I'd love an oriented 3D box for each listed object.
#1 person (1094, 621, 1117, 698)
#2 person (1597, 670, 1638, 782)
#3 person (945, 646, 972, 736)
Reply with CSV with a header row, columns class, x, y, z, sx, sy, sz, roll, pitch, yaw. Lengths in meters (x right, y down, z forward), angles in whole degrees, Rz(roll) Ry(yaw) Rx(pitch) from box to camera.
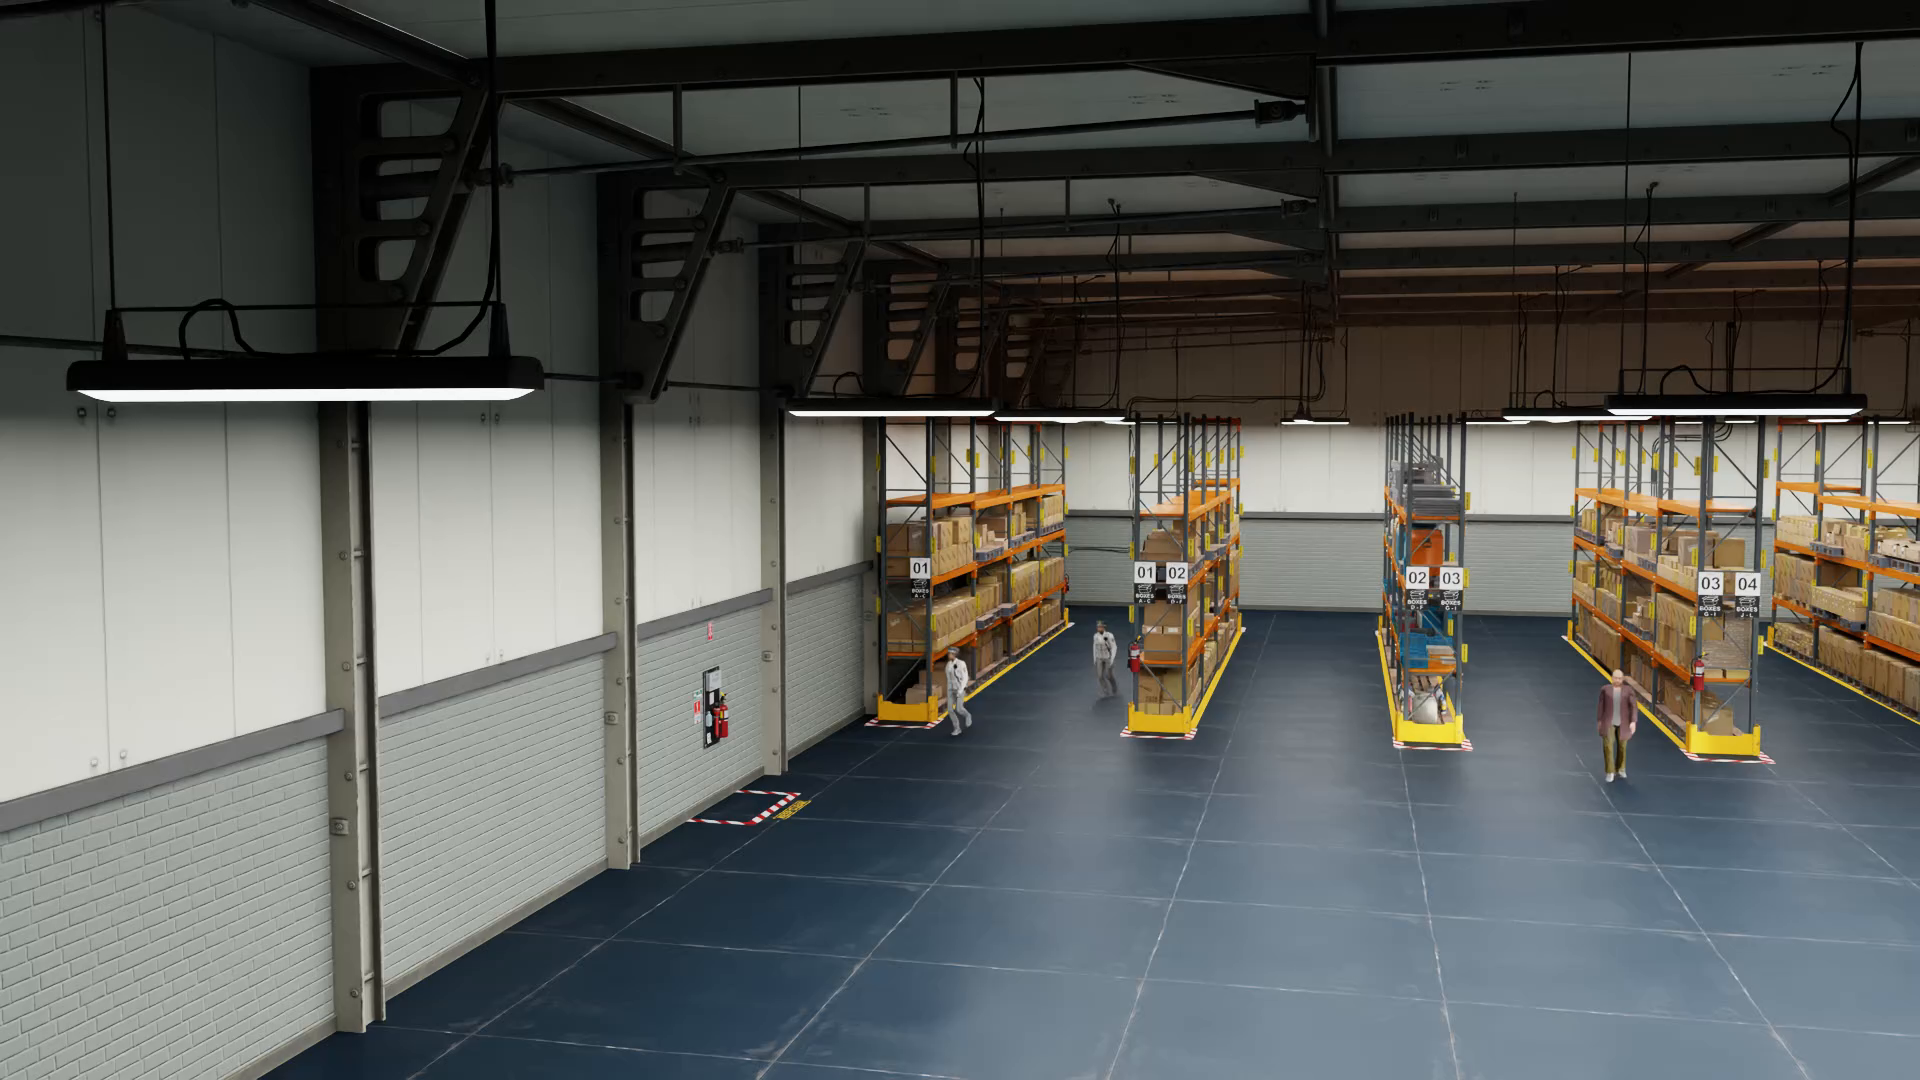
class,x,y,z,sx,sy,sz,roll,pitch,yaw
person,3.111,2.516,35.379,0.548,1.644,0.624,2,4,27
person,10.698,3.028,27.062,0.629,1.845,0.595,2,4,24
person,-0.041,2.804,31.118,0.550,1.651,0.544,3,5,37
